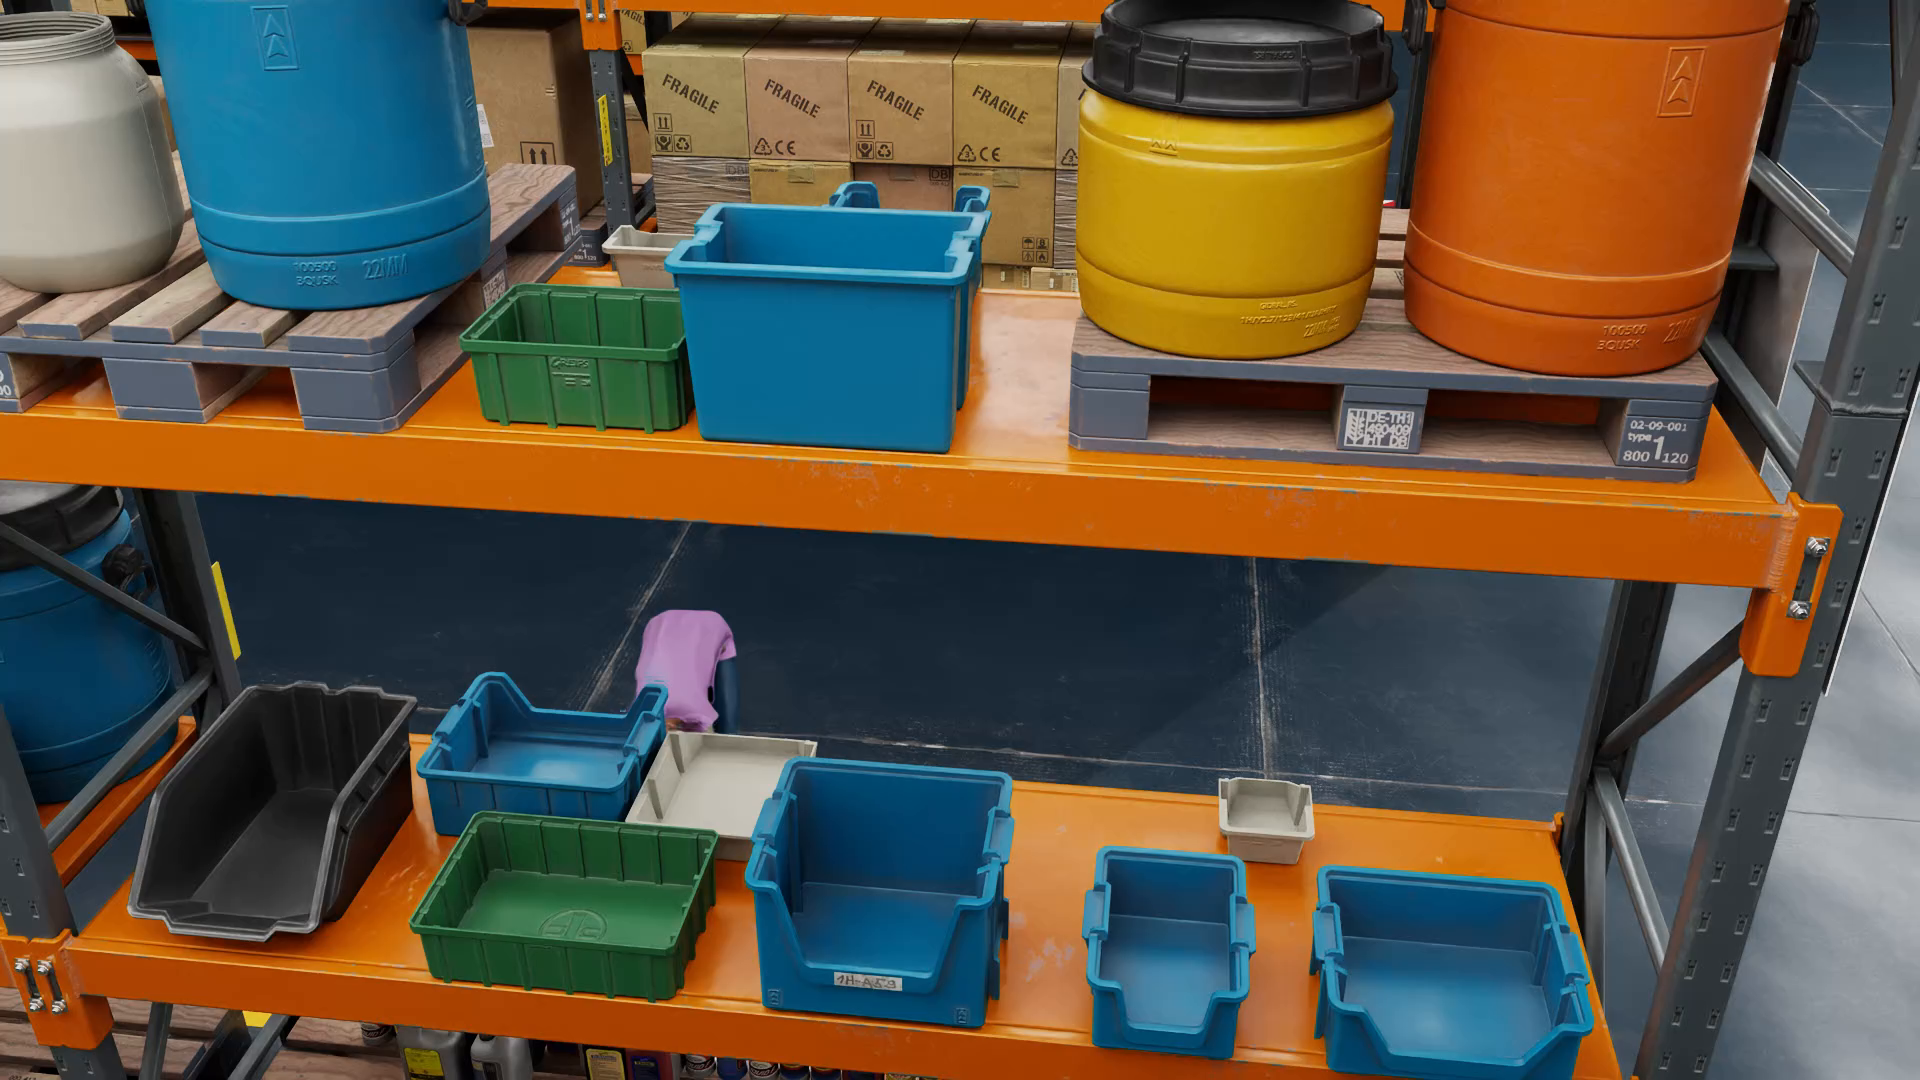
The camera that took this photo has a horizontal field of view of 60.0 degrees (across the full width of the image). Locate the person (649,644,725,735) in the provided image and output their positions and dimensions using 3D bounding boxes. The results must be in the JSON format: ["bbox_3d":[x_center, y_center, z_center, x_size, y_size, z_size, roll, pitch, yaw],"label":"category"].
[{"bbox_3d":[-1.077,0.813,6.393,0.355,0.887,0.847,2,29,4],"label":"person"}]
